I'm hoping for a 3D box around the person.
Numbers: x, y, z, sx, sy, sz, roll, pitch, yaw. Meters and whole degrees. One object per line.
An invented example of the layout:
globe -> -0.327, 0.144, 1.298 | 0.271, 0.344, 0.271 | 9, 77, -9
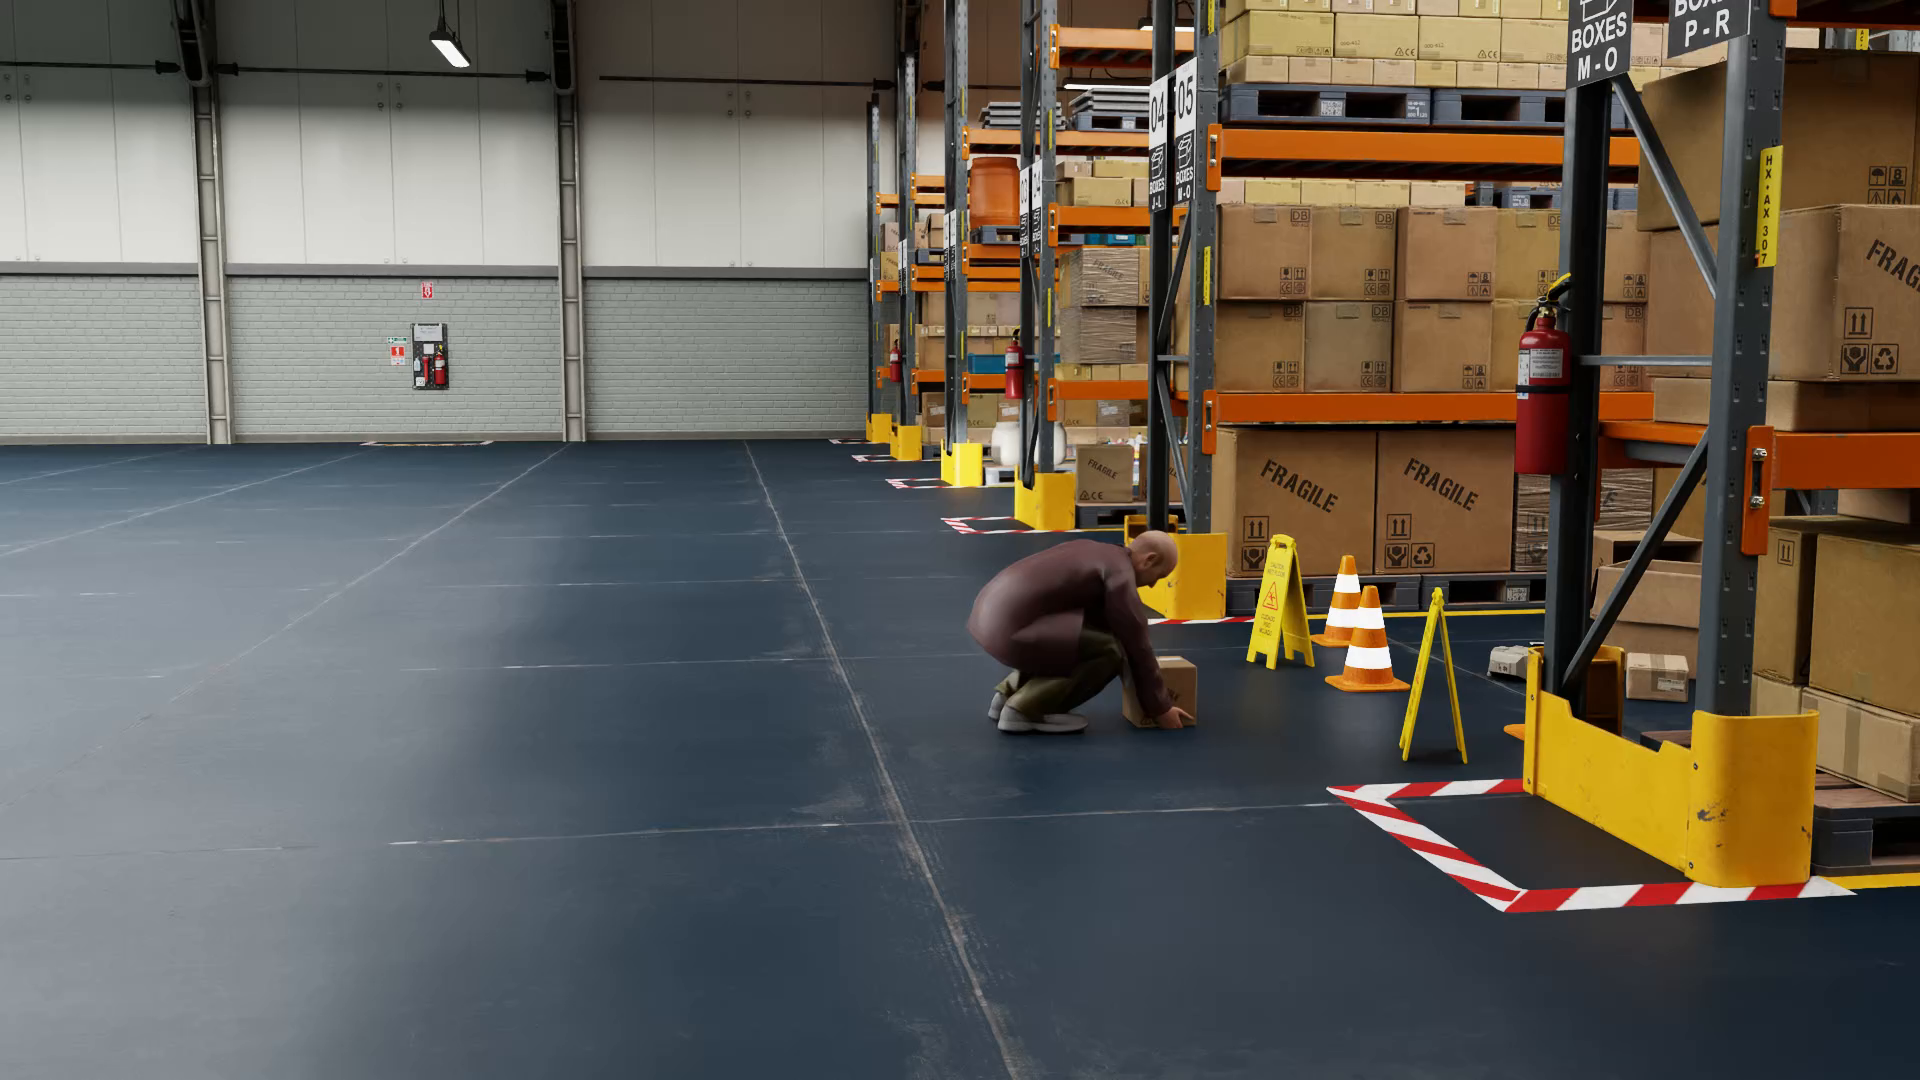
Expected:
person -> 0.488, 0.412, 6.893 | 0.927, 0.889, 0.581 | -1, 6, -9
